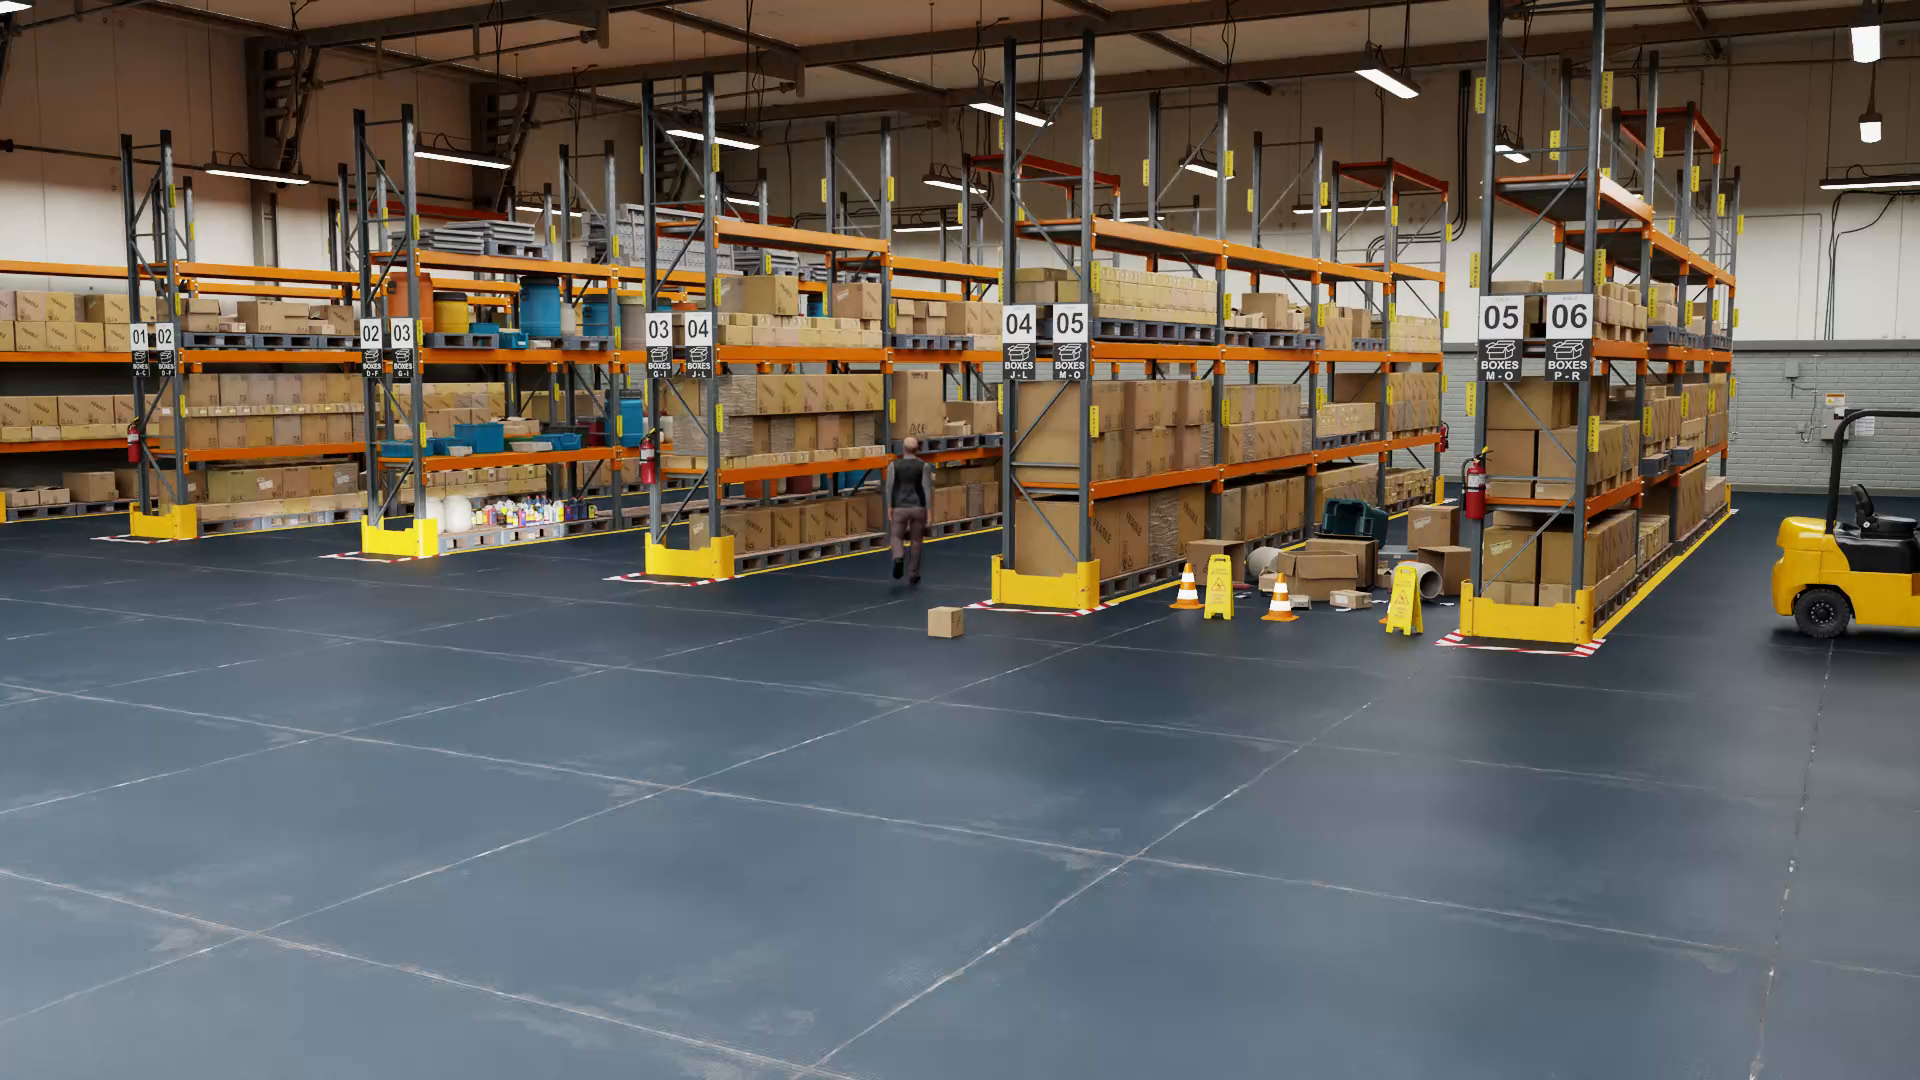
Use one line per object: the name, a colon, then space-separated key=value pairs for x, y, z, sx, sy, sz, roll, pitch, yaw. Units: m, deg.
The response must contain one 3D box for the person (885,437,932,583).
person: x=-0.599 y=-0.346 z=19.427 sx=0.542 sy=1.709 sz=0.633 roll=0 pitch=6 yaw=-2
